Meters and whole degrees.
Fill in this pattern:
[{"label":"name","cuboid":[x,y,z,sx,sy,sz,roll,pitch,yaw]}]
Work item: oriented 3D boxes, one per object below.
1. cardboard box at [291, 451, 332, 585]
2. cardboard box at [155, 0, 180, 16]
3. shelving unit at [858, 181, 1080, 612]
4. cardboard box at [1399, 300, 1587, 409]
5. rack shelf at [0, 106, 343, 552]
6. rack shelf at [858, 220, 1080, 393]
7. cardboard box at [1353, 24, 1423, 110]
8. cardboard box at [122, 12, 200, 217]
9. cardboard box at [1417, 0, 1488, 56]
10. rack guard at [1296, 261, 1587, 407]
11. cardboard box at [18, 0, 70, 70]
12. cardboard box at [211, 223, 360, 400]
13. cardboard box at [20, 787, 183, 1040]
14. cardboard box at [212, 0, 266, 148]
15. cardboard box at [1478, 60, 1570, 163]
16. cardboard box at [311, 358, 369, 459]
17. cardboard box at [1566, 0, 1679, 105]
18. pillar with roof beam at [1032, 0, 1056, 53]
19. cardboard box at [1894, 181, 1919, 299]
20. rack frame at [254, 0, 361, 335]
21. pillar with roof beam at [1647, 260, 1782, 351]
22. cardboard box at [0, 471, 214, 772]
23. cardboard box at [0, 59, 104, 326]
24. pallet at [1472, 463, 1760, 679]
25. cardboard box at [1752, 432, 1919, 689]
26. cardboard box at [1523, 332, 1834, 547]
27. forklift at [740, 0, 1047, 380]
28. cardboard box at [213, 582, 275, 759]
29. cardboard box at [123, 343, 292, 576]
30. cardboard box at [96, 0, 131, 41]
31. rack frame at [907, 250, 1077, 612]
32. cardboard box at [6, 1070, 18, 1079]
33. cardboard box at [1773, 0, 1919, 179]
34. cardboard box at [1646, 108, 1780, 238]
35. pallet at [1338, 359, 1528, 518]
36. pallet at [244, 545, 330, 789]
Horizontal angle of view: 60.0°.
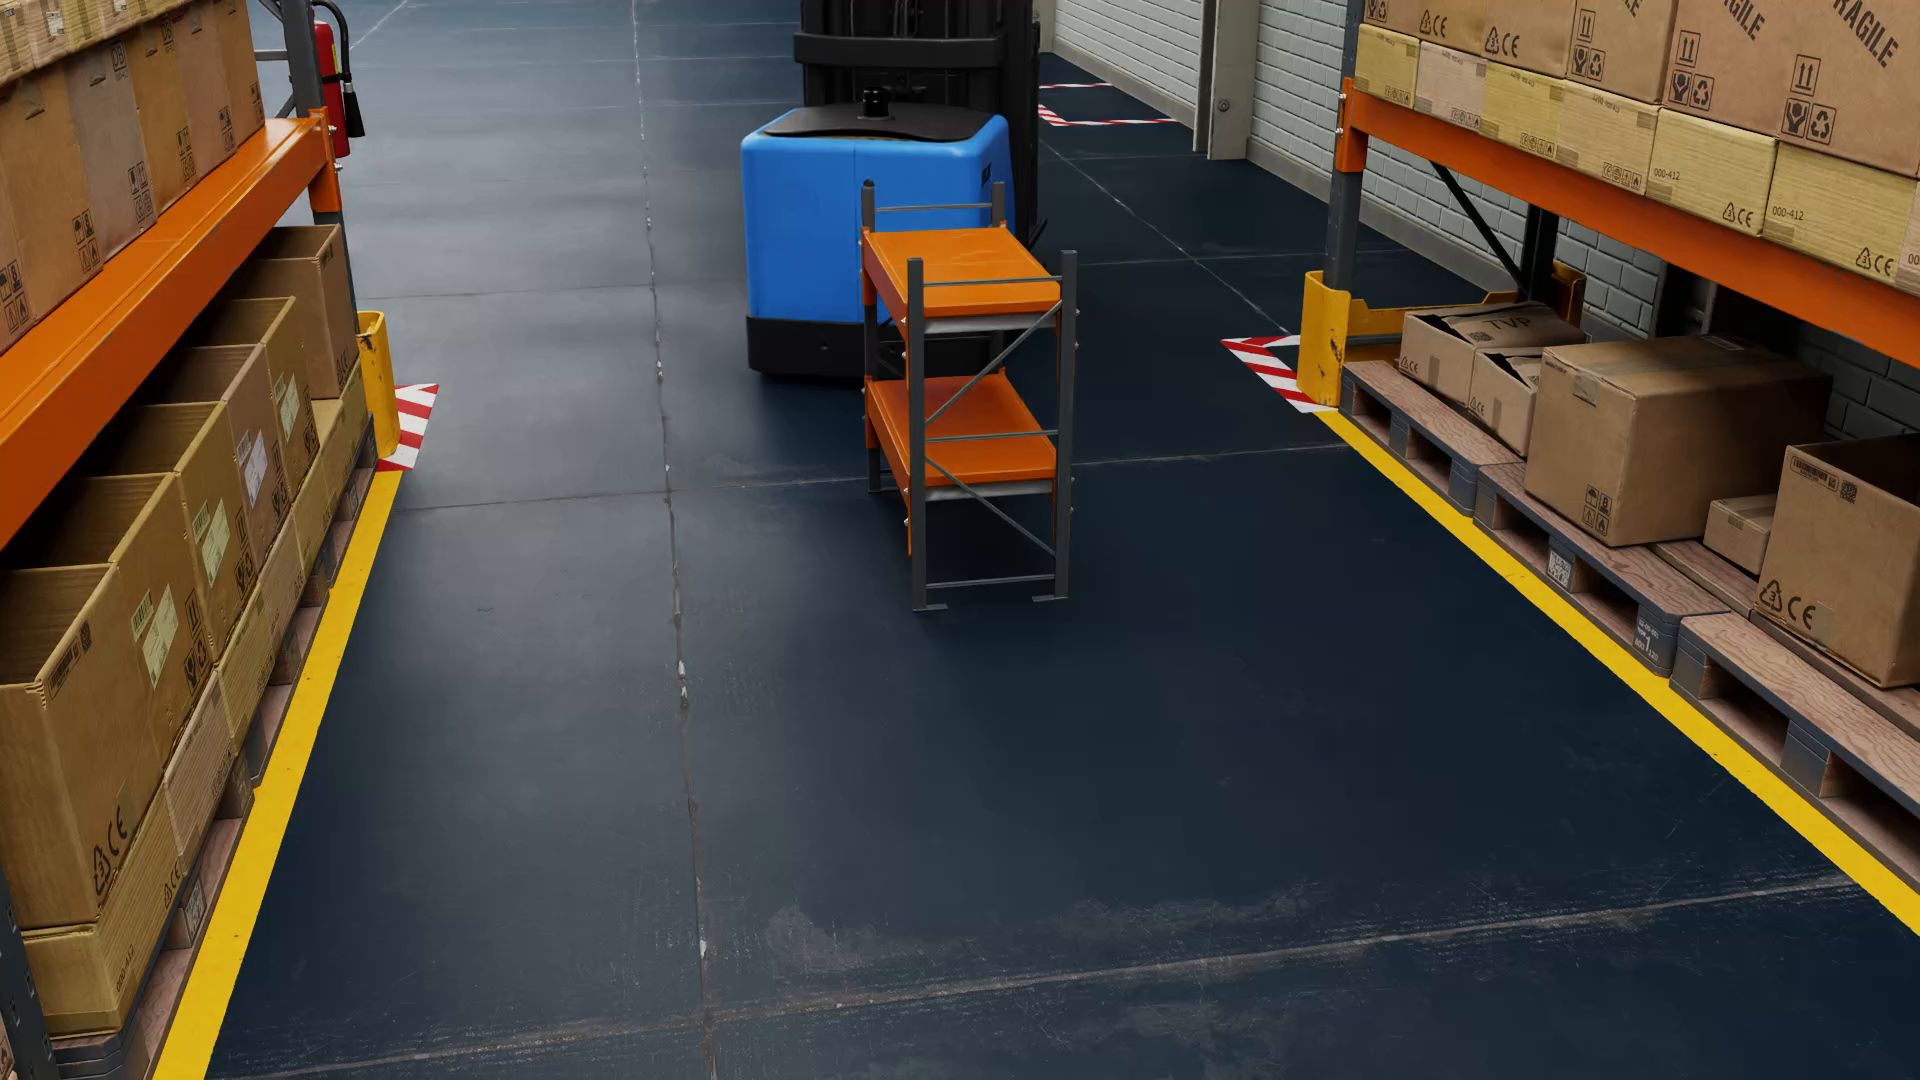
[{"label":"cardboard box","cuboid":[-2.224,-0.057,5.044,0.500,0.250,0.500,-4,24,-10]},{"label":"cardboard box","cuboid":[-2.363,-1.507,4.518,0.380,0.149,0.250,-4,24,-8]},{"label":"shelving unit","cuboid":[0.001,-0.513,5.519,0.538,1.125,1.048,-4,24,-10]},{"label":"cardboard box","cuboid":[2.096,-0.765,6.563,0.500,0.311,0.500,-7,25,-16]},{"label":"rack shelf","cuboid":[-2.442,-0.590,4.252,1.077,0.370,4.000,-4,24,-10]},{"label":"rack shelf","cuboid":[0.001,-0.781,5.402,0.538,0.278,1.000,-4,24,-10]},{"label":"cardboard box","cuboid":[1.834,-1.799,6.284,0.500,0.250,0.500,-5,24,-11]},{"label":"cardboard box","cuboid":[-2.550,-1.165,4.546,0.700,0.500,0.500,-4,24,-9]},{"label":"cardboard box","cuboid":[1.931,-1.953,5.700,0.500,0.500,0.500,-4,24,-10]},{"label":"rack guard","cuboid":[2.070,-0.899,7.183,1.175,0.500,0.348,-4,24,-10]},{"label":"cardboard box","cuboid":[-2.173,-1.103,3.591,0.380,0.149,0.250,-5,24,-11]},{"label":"cardboard box","cuboid":[-2.420,-0.793,5.792,0.500,0.500,0.500,-4,24,-10]},{"label":"cardboard box","cuboid":[-1.860,0.730,3.242,0.500,0.250,0.500,-4,24,-10]},{"label":"cardboard box","cuboid":[-2.738,-1.567,5.466,0.700,0.500,0.500,-4,24,-10]},{"label":"cardboard box","cuboid":[2.033,-1.395,5.359,0.500,0.250,0.500,-5,24,-11]},{"label":"cardboard box","cuboid":[-2.422,-0.450,5.942,0.500,0.250,0.500,-4,24,-10]},{"label":"cardboard box","cuboid":[2.127,-1.547,4.771,0.500,0.500,0.500,-4,24,-8]},{"label":"pillar with roof beam","cuboid":[-3.414,-9.014,15.145,9.100,9.000,0.400,-4,24,-10]},{"label":"cardboard box","cuboid":[2.410,-0.605,3.550,0.500,0.250,0.500,-4,24,-10]},{"label":"rack frame","cuboid":[-2.812,-1.706,5.909,1.000,3.000,0.127,-4,24,-10]},{"label":"pillar with roof beam","cuboid":[-1.195,-4.294,4.338,9.100,9.000,0.400,-4,24,-10]},{"label":"cardboard box","cuboid":[-1.950,0.189,3.542,0.500,0.500,0.500,-4,24,-10]},{"label":"cardboard box","cuboid":[-2.353,-0.757,3.611,0.700,0.500,0.500,-4,24,-9]},{"label":"pallet","cuboid":[2.408,0.035,5.407,1.003,0.211,1.213,-4,24,-10]},{"label":"cardboard box","cuboid":[2.564,0.038,4.489,0.500,0.500,0.500,-6,24,-14]},{"label":"cardboard box","cuboid":[2.287,-0.335,5.343,0.700,0.500,0.500,-6,24,-13]},{"label":"forklift","cuboid":[-0.159,-2.572,7.978,1.130,2.935,3.031,4,24,10]},{"label":"cardboard box","cuboid":[-2.034,0.336,4.144,0.500,0.250,0.500,-4,24,-10]},{"label":"cardboard box","cuboid":[-2.129,-0.204,4.444,0.500,0.500,0.500,-4,24,-10]},{"label":"cardboard box","cuboid":[-2.265,-1.303,4.051,0.380,0.149,0.250,-5,24,-10]},{"label":"rack frame","cuboid":[0.095,-0.313,5.061,0.500,1.125,0.032,-4,24,-10]},{"label":"cardboard box","cuboid":[-1.710,1.076,2.448,0.500,0.250,0.500,-5,24,-10]},{"label":"cardboard box","cuboid":[2.306,-1.144,3.847,0.500,0.500,0.500,-4,24,-10]},{"label":"cardboard box","cuboid":[2.218,-0.999,4.451,0.500,0.250,0.500,-4,24,-10]},{"label":"pallet","cuboid":[2.186,-0.444,6.504,1.003,0.211,1.213,-4,24,-10]},{"label":"pallet","cuboid":[-2.407,0.348,4.689,1.003,0.211,1.213,-4,24,-10]}]
